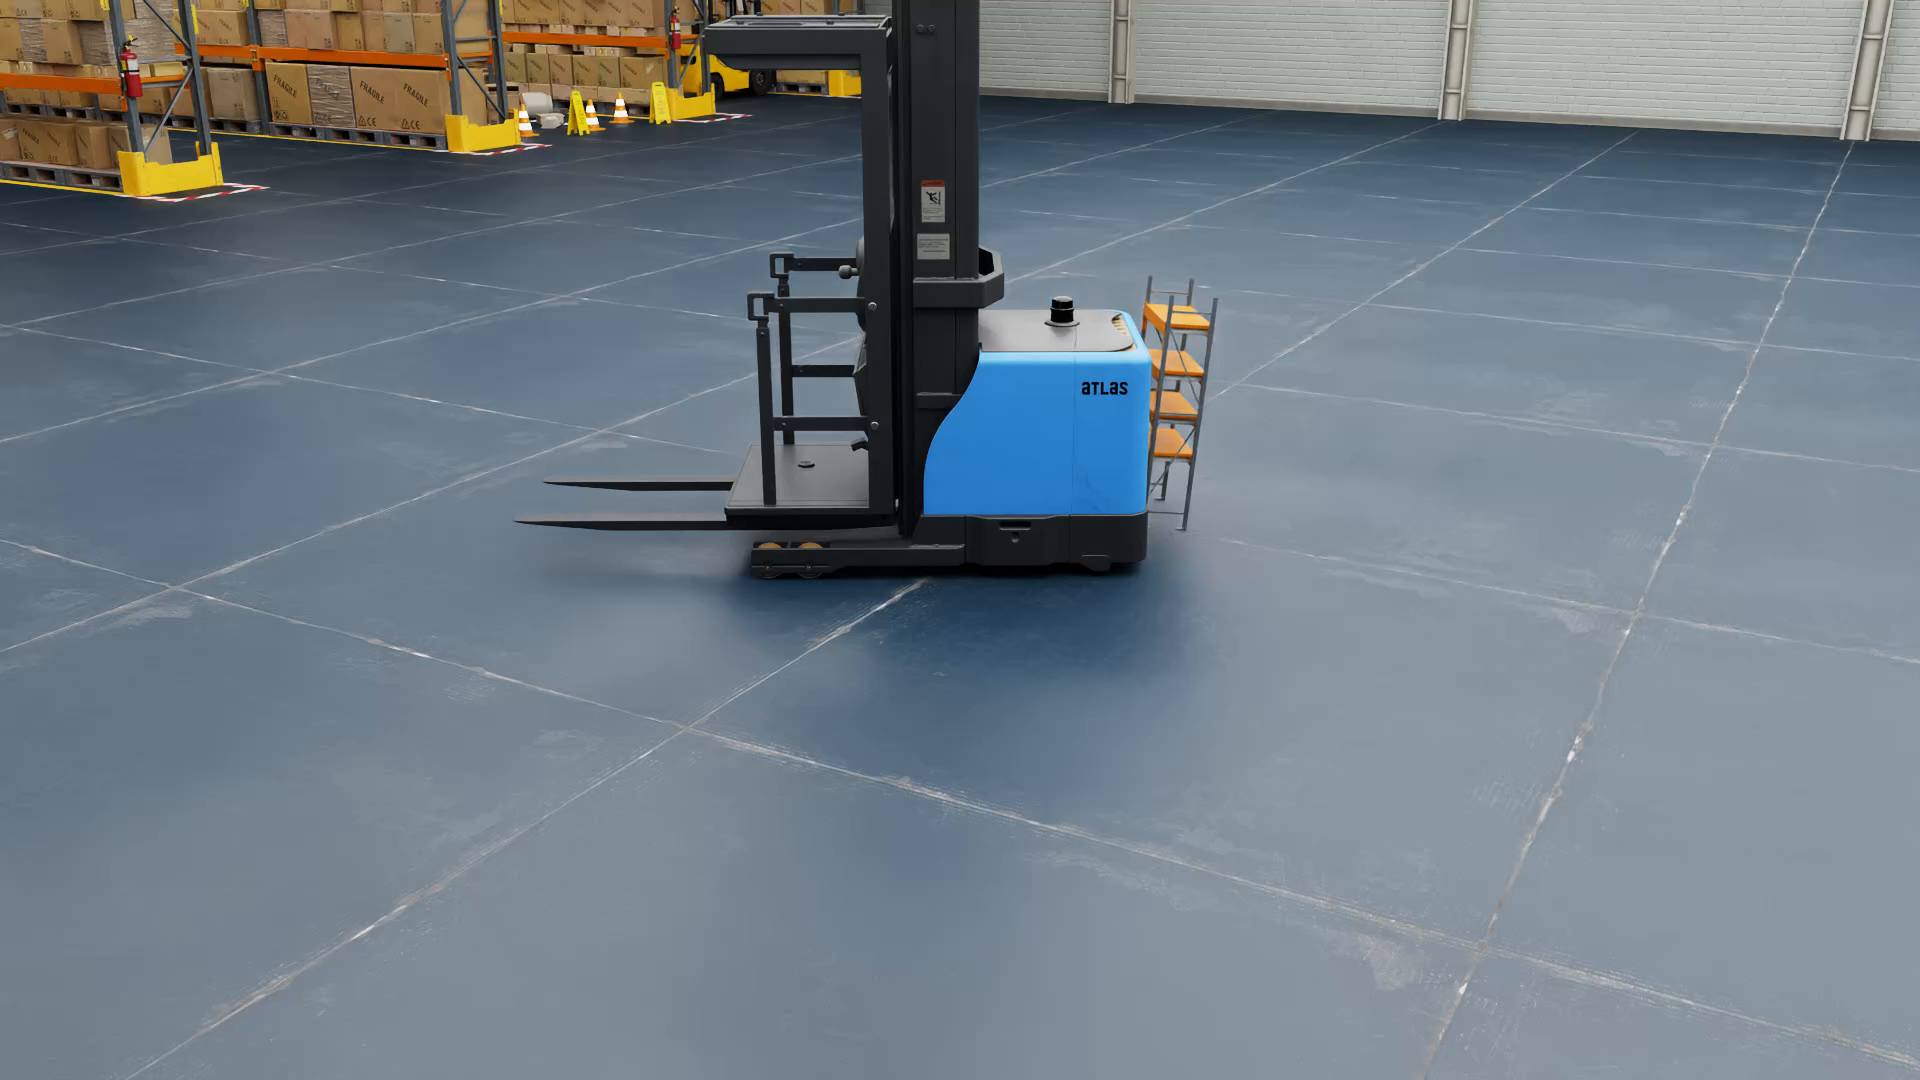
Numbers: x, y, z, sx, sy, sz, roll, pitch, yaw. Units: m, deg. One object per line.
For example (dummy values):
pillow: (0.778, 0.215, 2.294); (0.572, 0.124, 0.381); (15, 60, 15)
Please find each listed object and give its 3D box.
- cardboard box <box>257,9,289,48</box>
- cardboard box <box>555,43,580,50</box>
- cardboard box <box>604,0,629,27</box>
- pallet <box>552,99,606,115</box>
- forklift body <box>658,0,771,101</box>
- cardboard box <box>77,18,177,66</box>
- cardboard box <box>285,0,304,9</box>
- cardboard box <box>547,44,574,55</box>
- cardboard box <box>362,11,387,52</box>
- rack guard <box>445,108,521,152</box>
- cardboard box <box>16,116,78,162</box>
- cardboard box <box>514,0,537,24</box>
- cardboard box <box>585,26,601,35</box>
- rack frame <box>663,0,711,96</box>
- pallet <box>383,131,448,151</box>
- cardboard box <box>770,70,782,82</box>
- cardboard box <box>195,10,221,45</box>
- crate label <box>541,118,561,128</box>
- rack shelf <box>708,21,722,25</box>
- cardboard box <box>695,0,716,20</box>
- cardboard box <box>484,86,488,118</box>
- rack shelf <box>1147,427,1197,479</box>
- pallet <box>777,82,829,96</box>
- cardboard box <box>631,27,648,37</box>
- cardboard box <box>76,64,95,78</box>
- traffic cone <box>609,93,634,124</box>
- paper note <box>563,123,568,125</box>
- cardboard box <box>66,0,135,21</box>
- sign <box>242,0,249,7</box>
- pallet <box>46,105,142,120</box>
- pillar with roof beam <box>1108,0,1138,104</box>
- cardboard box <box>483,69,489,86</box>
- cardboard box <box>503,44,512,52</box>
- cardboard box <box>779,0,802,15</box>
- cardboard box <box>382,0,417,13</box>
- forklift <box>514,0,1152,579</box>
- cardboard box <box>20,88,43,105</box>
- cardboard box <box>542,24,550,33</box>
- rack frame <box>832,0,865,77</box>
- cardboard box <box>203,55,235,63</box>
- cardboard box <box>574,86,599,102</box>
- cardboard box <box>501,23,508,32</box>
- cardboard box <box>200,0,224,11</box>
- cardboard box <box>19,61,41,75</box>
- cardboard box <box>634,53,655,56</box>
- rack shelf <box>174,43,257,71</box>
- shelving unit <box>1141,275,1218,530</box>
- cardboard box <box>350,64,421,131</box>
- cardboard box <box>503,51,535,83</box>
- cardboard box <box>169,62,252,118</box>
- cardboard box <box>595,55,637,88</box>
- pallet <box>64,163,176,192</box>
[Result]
cardboard box: (-10.023, -7.747, 25.104); (0.550, 0.550, 0.875); (11, 23, 27)
cardboard box: (-7.987, -10.235, 35.050); (0.625, 0.625, 0.875); (12, 23, 29)
cardboard box: (-5.576, -8.840, 27.752); (0.500, 0.500, 0.500); (11, 23, 27)
pallet: (-6.352, -7.610, 29.036); (1.213, 0.211, 1.003); (11, 23, 27)
forklift body: (-4.660, -9.411, 31.156); (1.214, 2.155, 2.313); (11, 23, 27)
cardboard box: (-9.832, -5.896, 19.638); (0.500, 0.500, 0.875); (11, 23, 27)
cardboard box: (-9.508, -8.184, 24.725); (0.550, 0.550, 0.875); (11, 23, 27)
cardboard box: (-6.875, -8.441, 28.603); (0.250, 0.149, 0.380); (12, 23, 30)
cardboard box: (-8.123, -7.404, 24.156); (0.550, 0.550, 0.875); (11, 23, 27)
rack guard: (-6.837, -5.890, 23.870); (0.348, 0.500, 1.175); (11, 23, 27)
cardboard box: (-11.444, -5.046, 20.926); (0.500, 0.500, 0.500); (9, 22, 23)
cardboard box: (-7.327, -9.179, 28.688); (0.500, 0.500, 0.500); (11, 23, 27)
cardboard box: (-6.114, -8.632, 28.131); (0.250, 0.149, 0.380); (11, 22, 27)
rack frame: (-4.533, -8.560, 27.564); (0.127, 3.000, 1.000); (11, 23, 27)
pallet: (-7.595, -5.868, 24.233); (1.213, 0.211, 1.003); (11, 23, 27)
cardboard box: (-3.541, -9.098, 32.465); (0.500, 0.250, 0.500); (11, 23, 28)
cardboard box: (-11.378, -7.873, 25.523); (0.500, 0.500, 0.500); (11, 22, 27)
crate label: (-6.498, -6.627, 26.433); (0.298, 0.136, 0.250); (0, 20, -1)
rack shelf: (-3.861, -10.033, 32.679); (4.000, 0.370, 1.077); (11, 23, 27)
cardboard box: (-4.884, -10.517, 32.813); (0.500, 0.500, 0.500); (11, 23, 28)
cardboard box: (-8.121, -7.142, 27.116); (0.503, 0.637, 0.797); (11, 23, 27)
rack shelf: (1.039, -0.456, 8.610); (0.258, 0.148, 0.480); (3, 20, -7)
pallet: (-2.803, -8.842, 32.431); (1.213, 0.211, 1.003); (11, 23, 27)
cardboard box: (-5.239, -8.449, 27.628); (0.250, 0.149, 0.380); (10, 22, 27)
cardboard box: (-10.176, -5.545, 19.622); (0.250, 0.149, 0.380); (11, 23, 27)
traffic cone: (-5.537, -7.055, 27.135); (0.334, 0.463, 0.336); (11, 23, 27)
paper note: (-6.329, -6.729, 26.870); (0.142, 0.019, 0.148); (3, 20, 9)
cardboard box: (-9.966, -6.284, 19.242); (0.500, 0.500, 0.500); (11, 23, 27)
sign: (-10.607, -8.078, 24.655); (0.005, 0.325, 0.100); (11, 23, 27)
pallet: (-14.524, -7.219, 27.958); (1.213, 0.211, 1.003); (11, 23, 27)
pillar with roof beam: (0.855, -10.963, 25.391); (0.400, 9.000, 9.100); (11, 23, 27)
cardboard box: (-8.484, -8.274, 30.012); (0.625, 0.372, 0.950); (11, 23, 28)
cardboard box: (-9.573, -10.397, 35.679); (0.500, 0.500, 0.500); (12, 23, 29)
cardboard box: (-3.121, -10.178, 31.878); (0.500, 0.500, 0.500); (12, 23, 29)
cardboard box: (-7.689, -7.785, 23.624); (0.550, 0.550, 0.875); (11, 23, 27)
forklift: (-0.626, -1.377, 7.862); (3.031, 2.935, 1.130); (0, 20, 0)
cardboard box: (-15.466, -7.624, 28.035); (0.500, 0.500, 0.500); (10, 22, 25)
cardboard box: (-6.967, -8.811, 28.624); (0.250, 0.149, 0.380); (11, 23, 27)
rack frame: (-2.115, -10.038, 31.639); (0.127, 3.000, 1.000); (11, 23, 27)
cardboard box: (-14.429, -9.675, 33.137); (0.875, 0.875, 0.875); (12, 23, 29)
cardboard box: (-6.277, -7.693, 28.590); (0.500, 0.250, 0.500); (10, 22, 25)
cardboard box: (-7.906, -8.959, 29.033); (0.250, 0.149, 0.380); (11, 23, 27)
cardboard box: (-11.237, -8.417, 25.558); (0.500, 0.500, 0.700); (10, 22, 26)
cardboard box: (-11.076, -5.696, 20.036); (0.250, 0.149, 0.380); (11, 23, 27)
cardboard box: (-5.582, -8.123, 28.676); (0.500, 0.500, 0.500); (10, 22, 25)
rack shelf: (-12.097, -7.729, 26.328); (4.000, 0.370, 1.077); (11, 23, 27)
shelving unit: (1.062, -0.706, 8.522); (0.258, 1.200, 0.503); (3, 20, -7)
cardboard box: (-8.252, -6.507, 24.404); (0.875, 0.875, 0.875); (10, 22, 26)
cardboard box: (-7.641, -8.304, 29.175); (0.500, 0.500, 0.500); (12, 23, 30)
cardboard box: (-11.777, -7.112, 26.257); (0.750, 0.750, 1.050); (11, 23, 27)
cardboard box: (-5.816, -7.959, 28.223); (0.500, 0.500, 0.500); (12, 23, 29)
pallet: (-10.124, -4.457, 20.342); (1.213, 0.211, 1.003); (11, 23, 27)
